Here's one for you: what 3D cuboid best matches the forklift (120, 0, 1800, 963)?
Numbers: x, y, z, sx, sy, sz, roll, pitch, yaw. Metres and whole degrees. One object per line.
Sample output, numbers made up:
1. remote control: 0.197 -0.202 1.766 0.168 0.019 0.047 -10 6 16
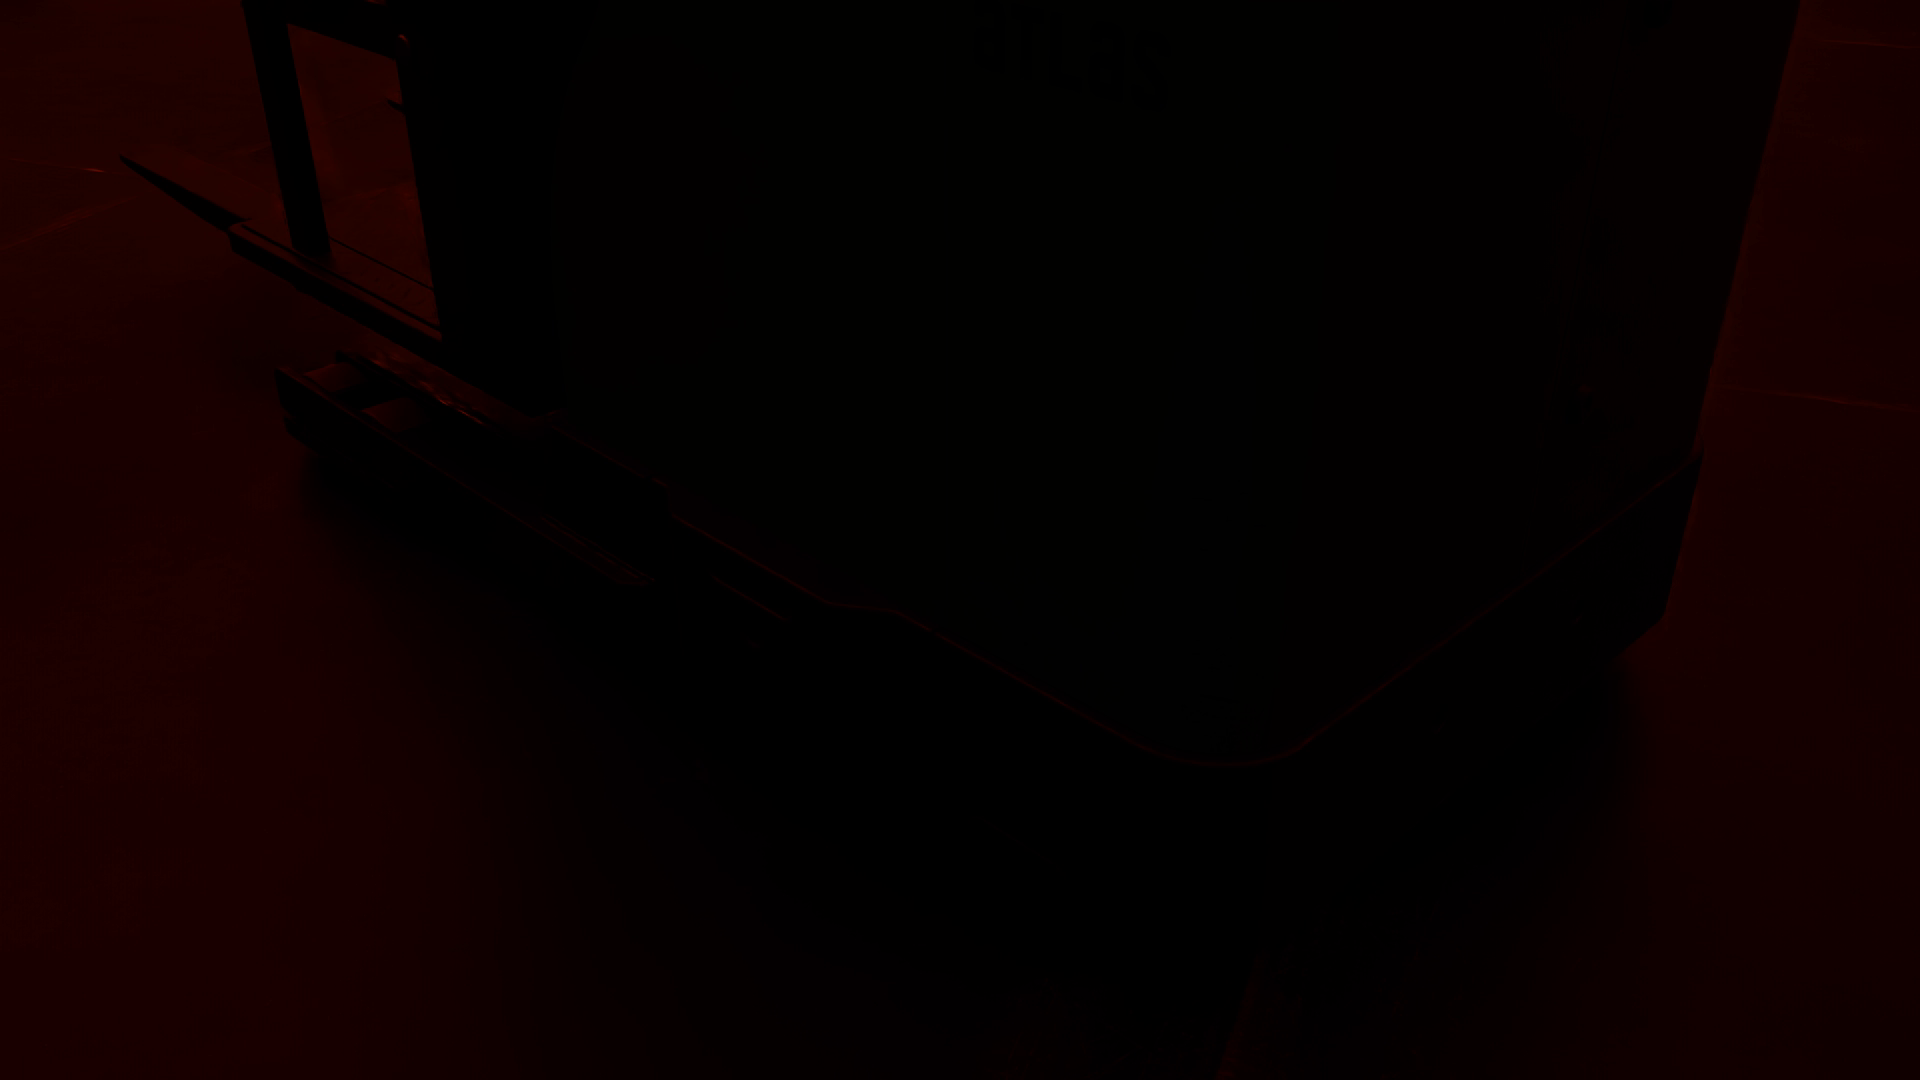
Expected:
1. forklift: -0.459 -1.488 2.153 1.130 2.935 3.031 -26 39 -38
